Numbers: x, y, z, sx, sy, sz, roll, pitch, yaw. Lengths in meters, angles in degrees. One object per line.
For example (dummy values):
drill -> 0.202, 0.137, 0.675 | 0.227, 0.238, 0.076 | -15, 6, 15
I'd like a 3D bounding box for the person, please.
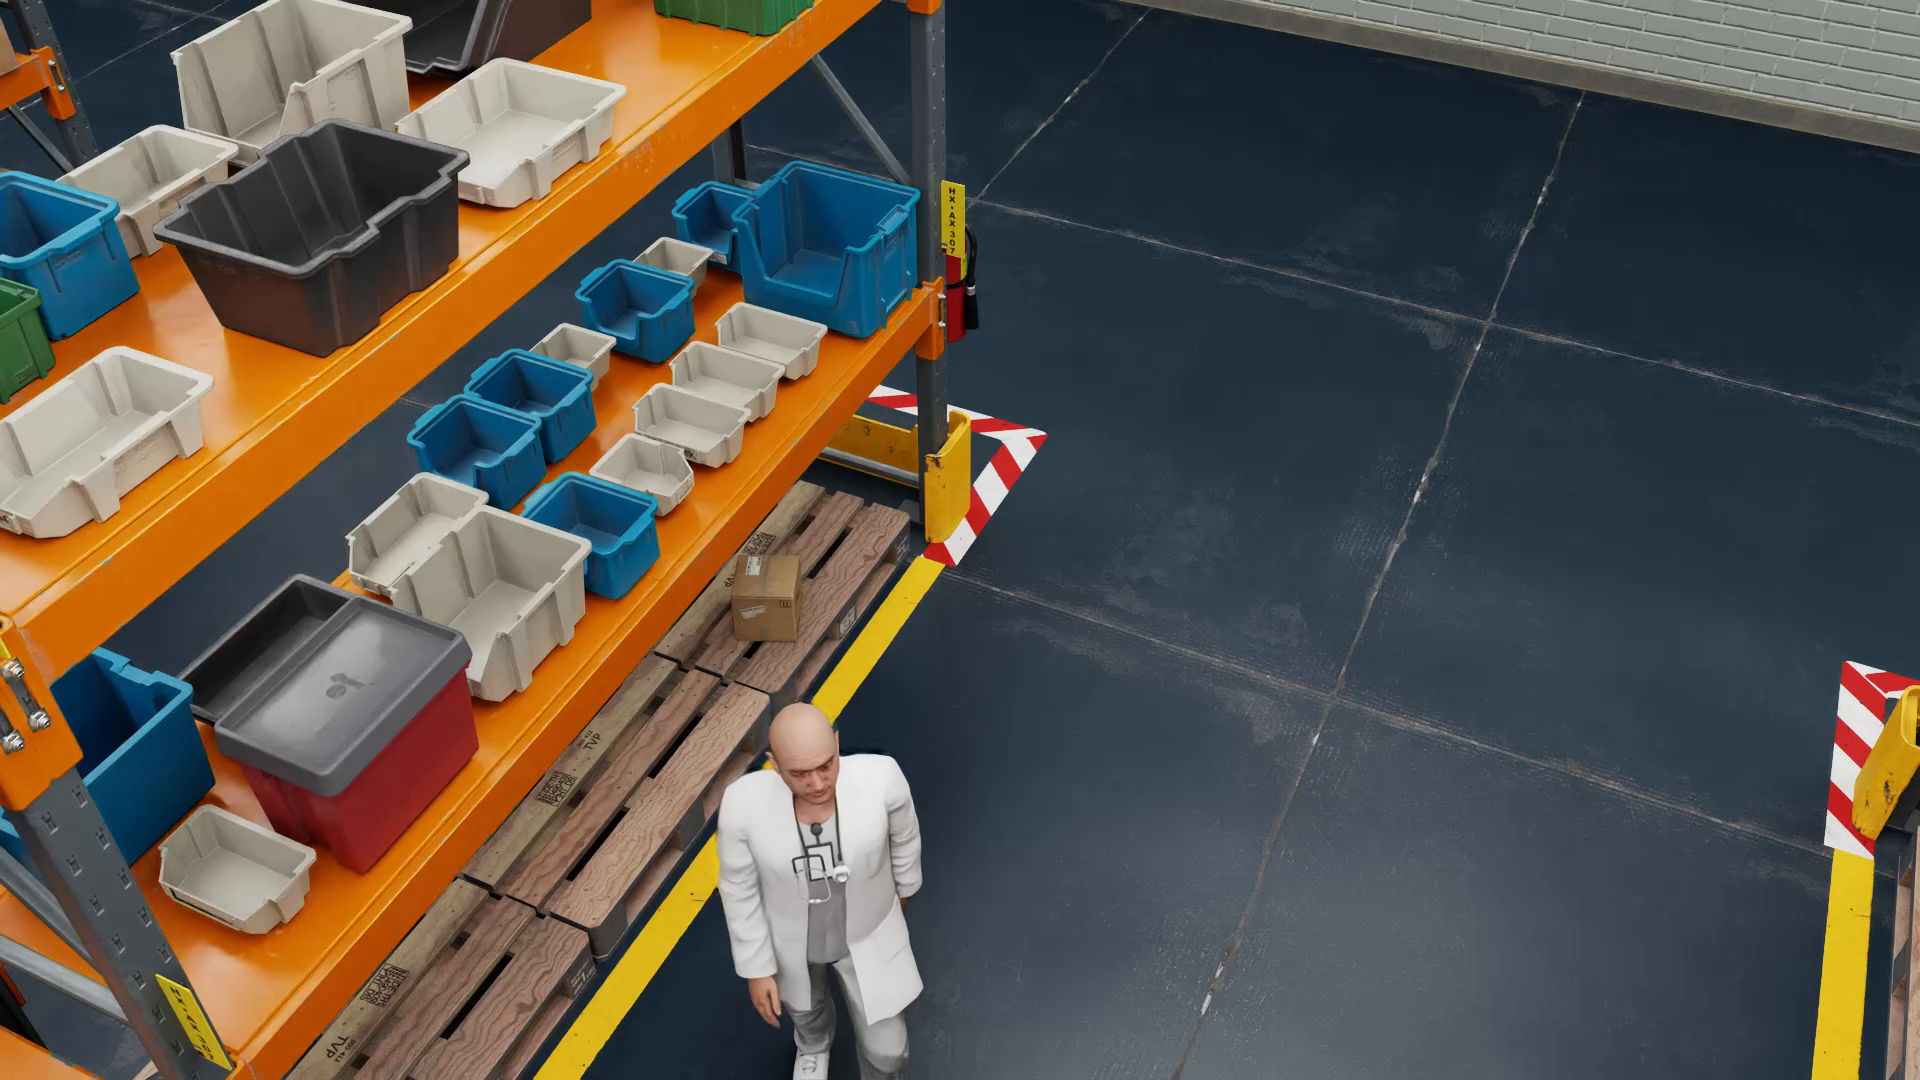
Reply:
person -> -0.390, 1.152, 4.876 | 0.580, 1.844, 0.556 | -4, 42, -4
